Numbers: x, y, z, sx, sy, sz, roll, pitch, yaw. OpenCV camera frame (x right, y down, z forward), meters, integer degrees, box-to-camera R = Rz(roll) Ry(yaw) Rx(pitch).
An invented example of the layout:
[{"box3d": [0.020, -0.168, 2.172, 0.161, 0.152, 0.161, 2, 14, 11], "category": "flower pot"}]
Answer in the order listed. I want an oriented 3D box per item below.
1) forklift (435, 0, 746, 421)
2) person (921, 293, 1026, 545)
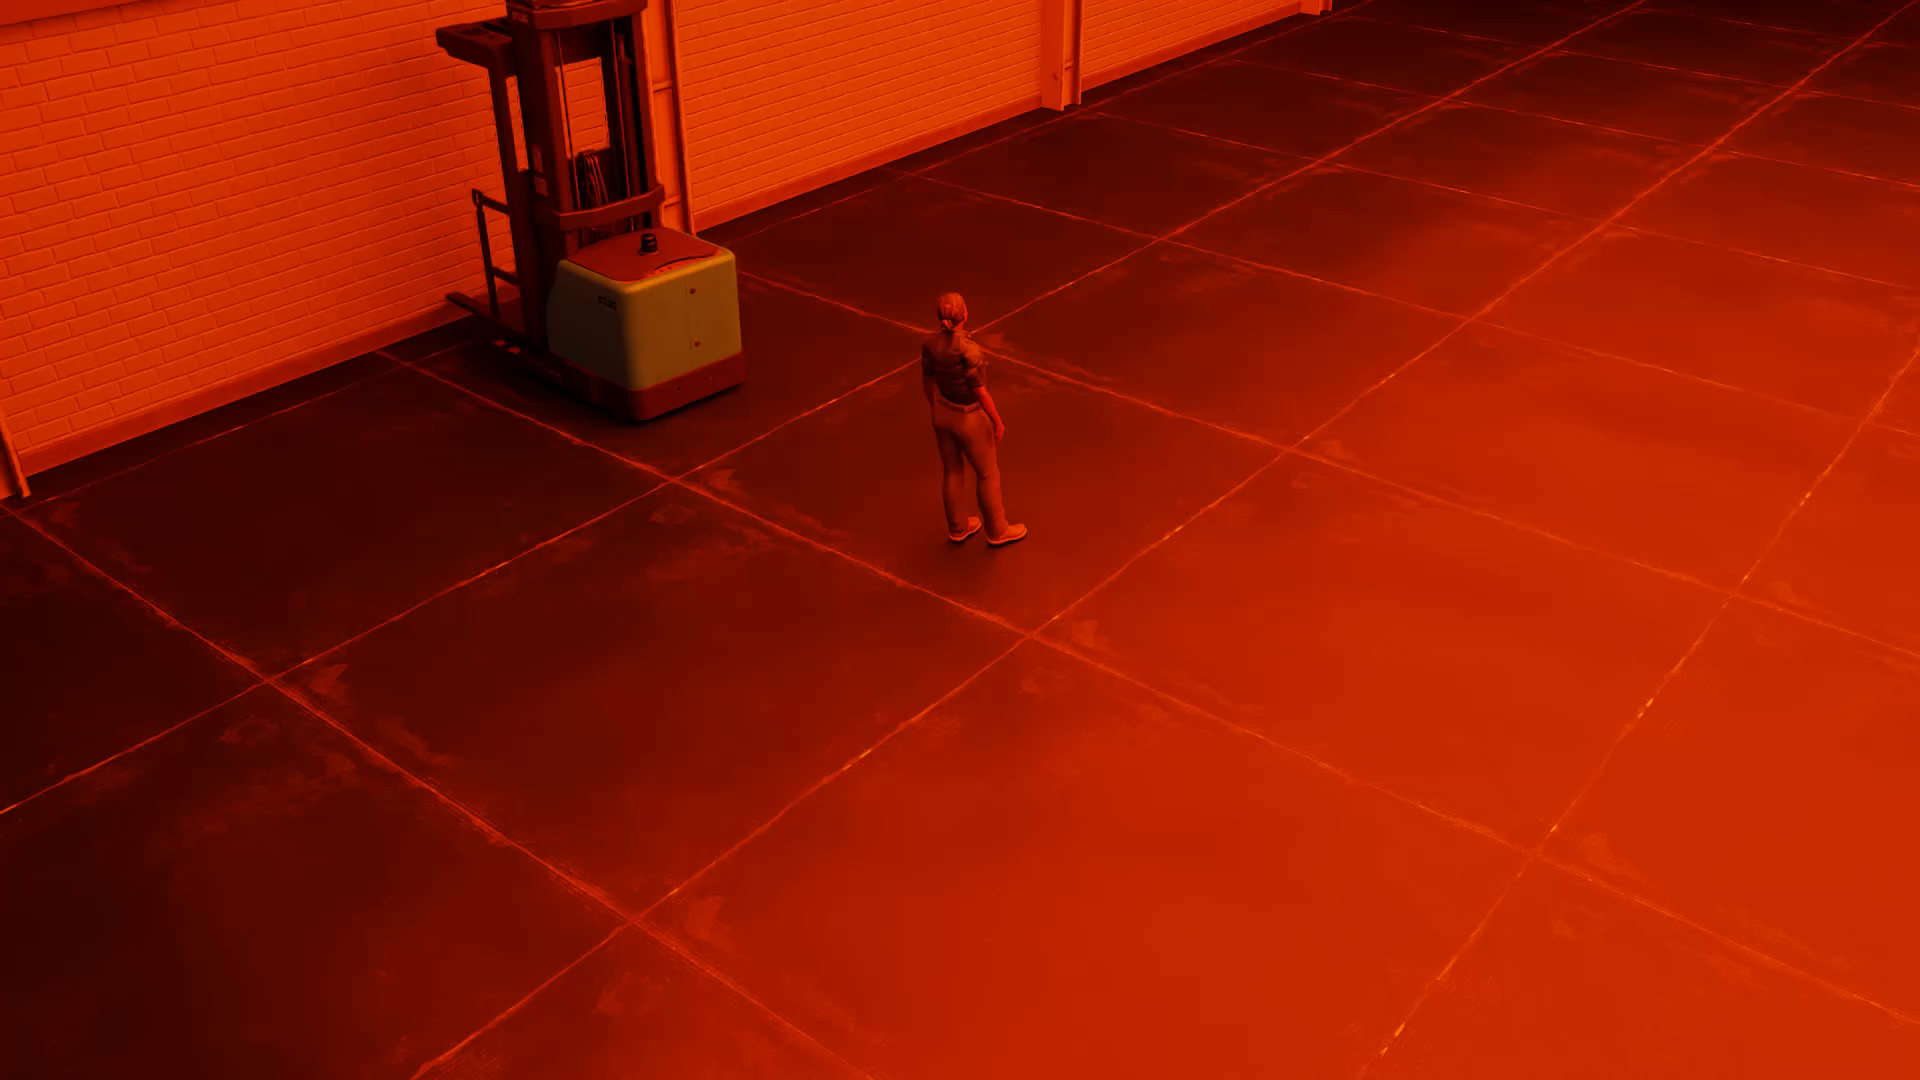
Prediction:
[{"box3d": [-3.011, -2.746, 12.294, 3.031, 2.935, 1.130, 26, 39, 37], "category": "forklift"}, {"box3d": [0.071, -0.749, 10.127, 0.569, 1.656, 0.503, 22, 37, 33], "category": "person"}]
